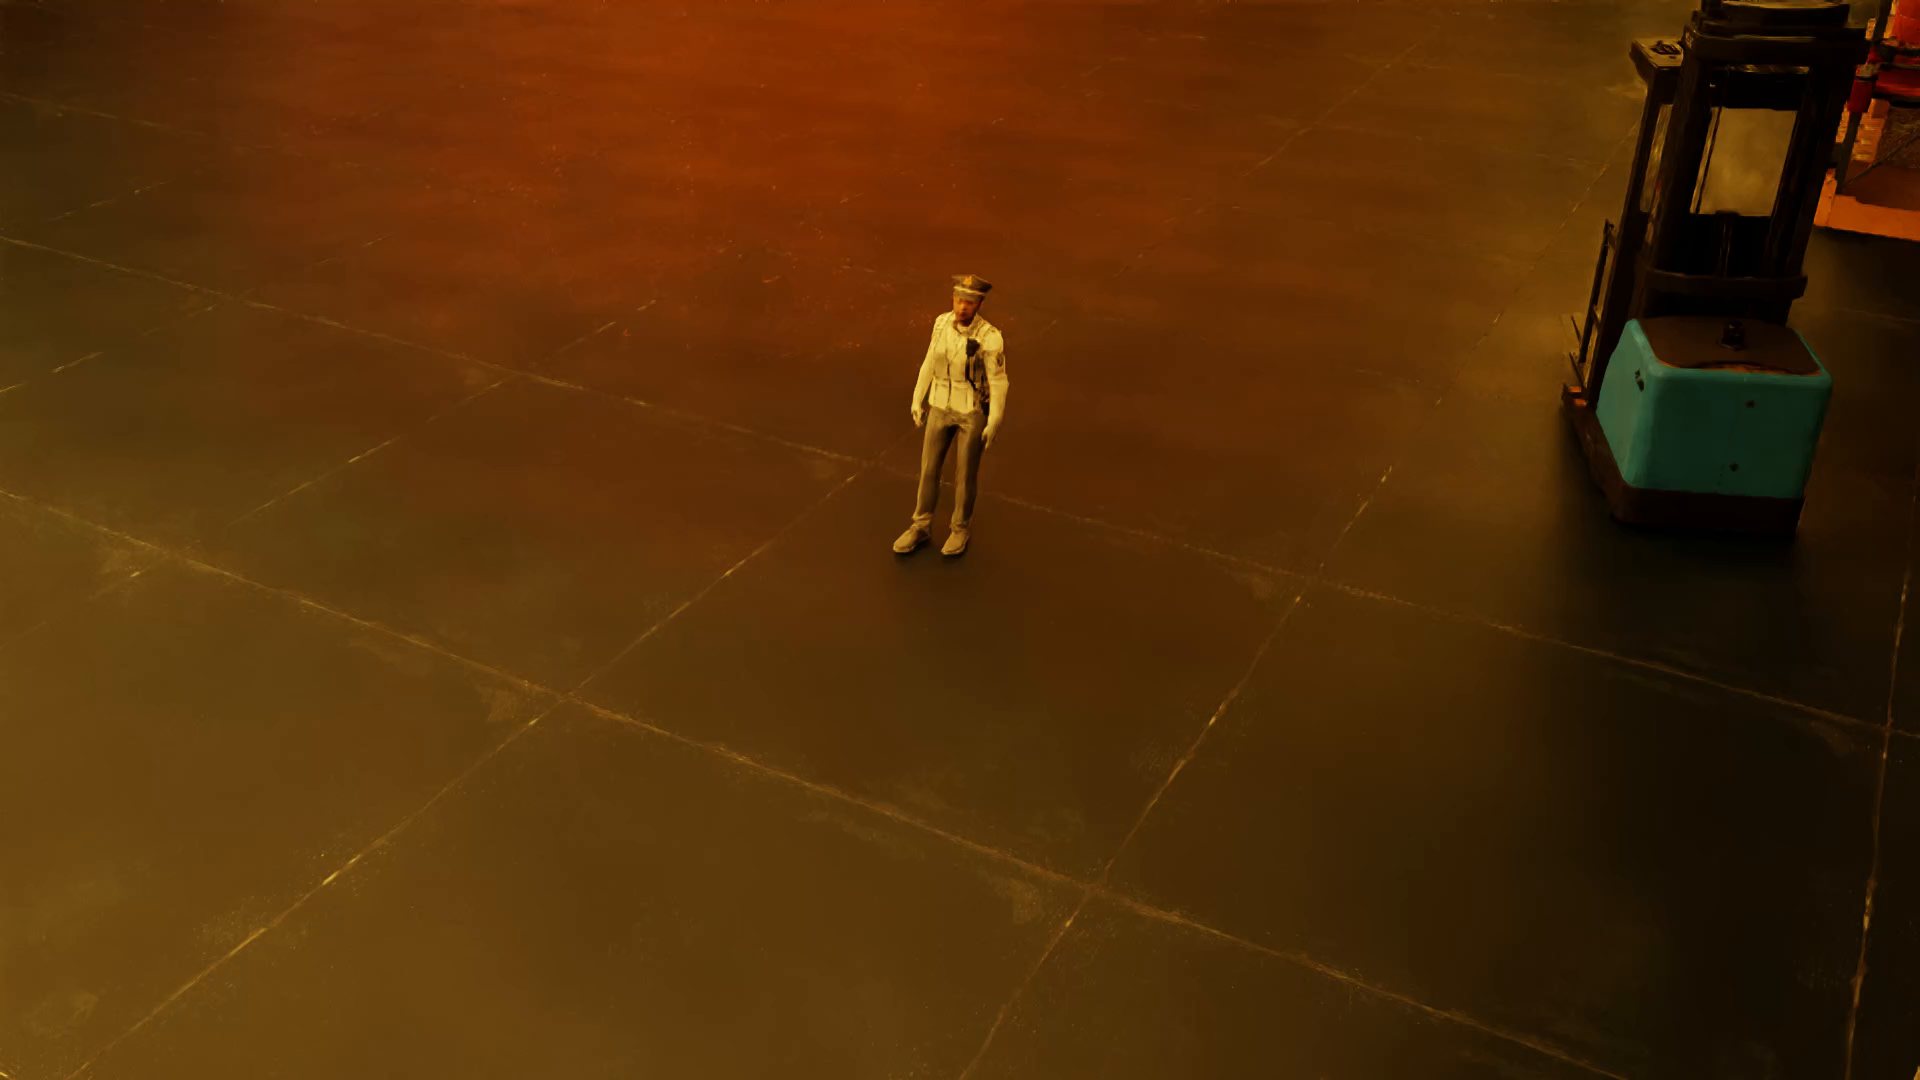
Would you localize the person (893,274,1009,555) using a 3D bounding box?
[{"bbox_3d":[-0.039,-0.713,9.527,0.586,1.695,0.532,15,33,25],"label":"person"}]

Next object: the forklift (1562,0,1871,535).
[{"bbox_3d":[4.714,-2.017,10.565,1.130,2.935,3.031,4,30,8],"label":"forklift"}]
